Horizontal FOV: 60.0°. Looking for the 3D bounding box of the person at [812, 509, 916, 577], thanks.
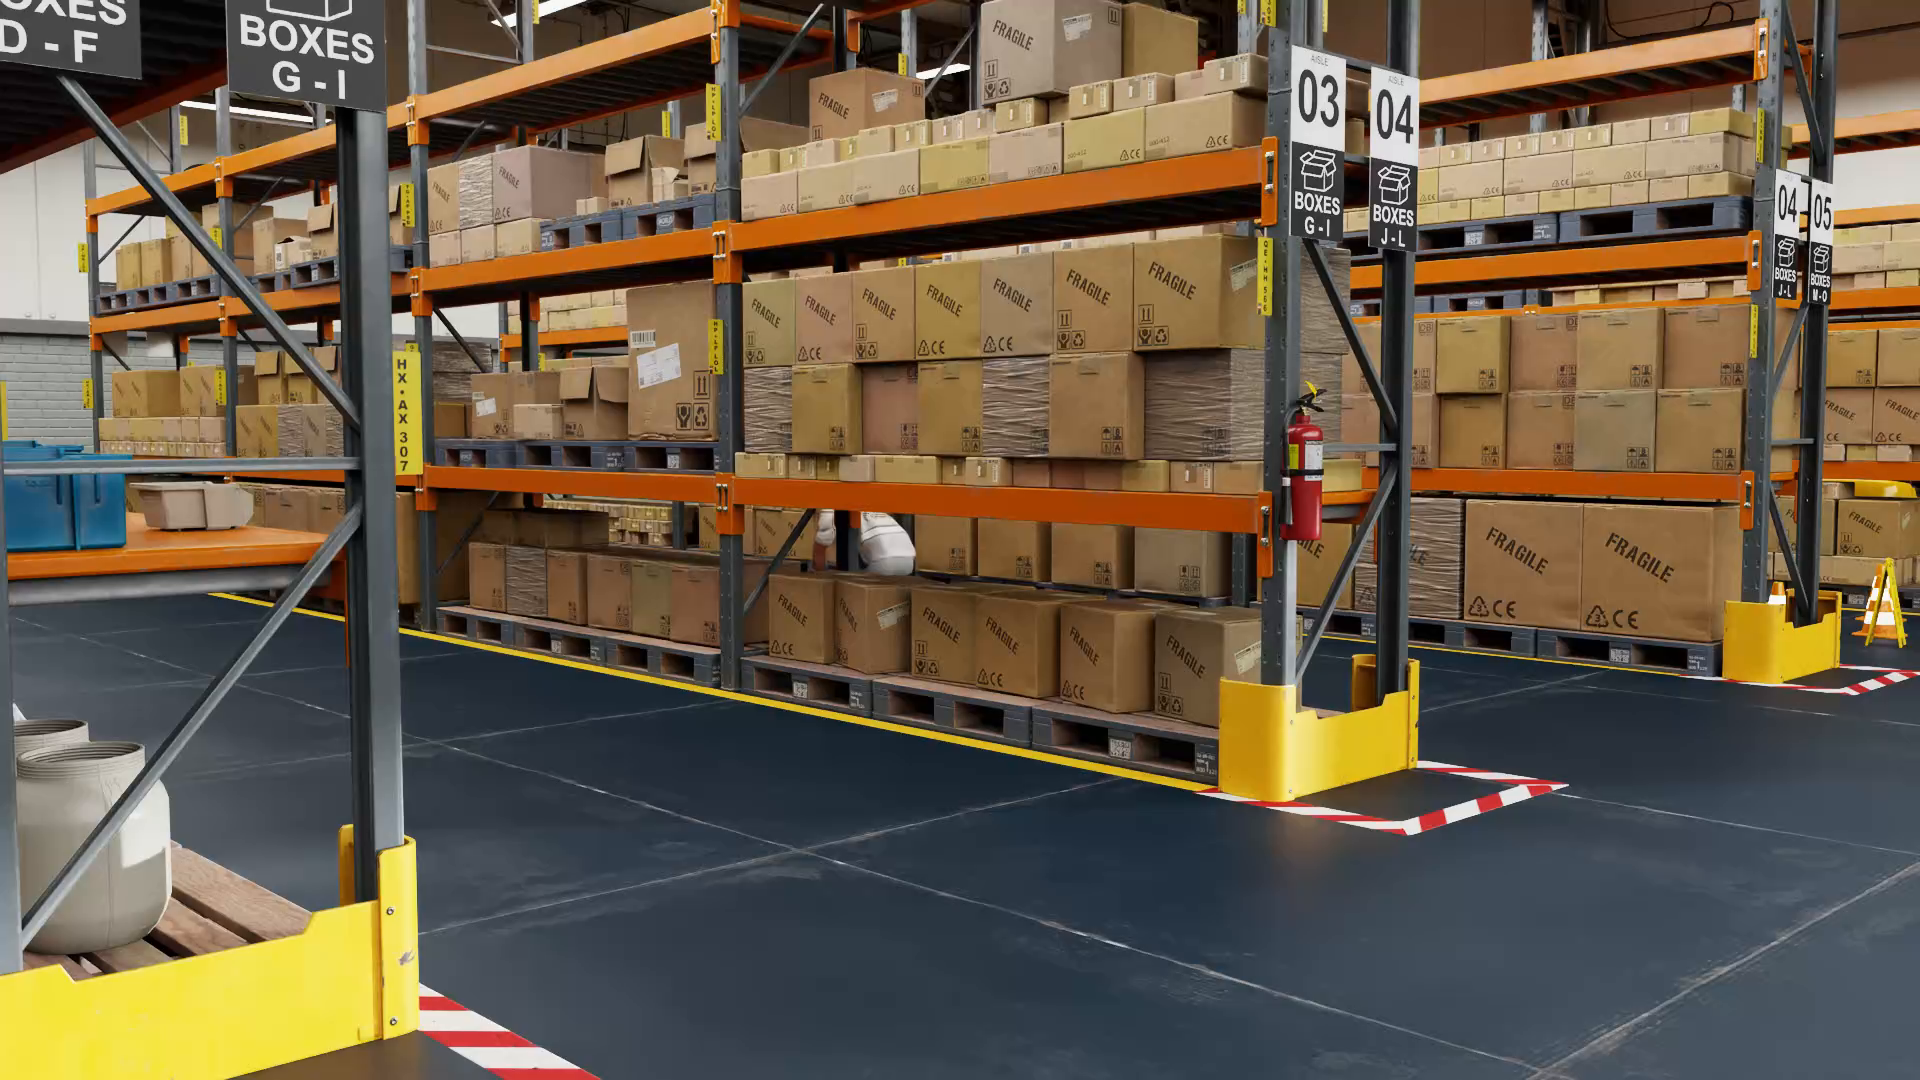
[{"bbox_3d":[-0.745,0.172,12.054,0.580,1.234,0.890,-4,5,-44],"label":"person"}]
